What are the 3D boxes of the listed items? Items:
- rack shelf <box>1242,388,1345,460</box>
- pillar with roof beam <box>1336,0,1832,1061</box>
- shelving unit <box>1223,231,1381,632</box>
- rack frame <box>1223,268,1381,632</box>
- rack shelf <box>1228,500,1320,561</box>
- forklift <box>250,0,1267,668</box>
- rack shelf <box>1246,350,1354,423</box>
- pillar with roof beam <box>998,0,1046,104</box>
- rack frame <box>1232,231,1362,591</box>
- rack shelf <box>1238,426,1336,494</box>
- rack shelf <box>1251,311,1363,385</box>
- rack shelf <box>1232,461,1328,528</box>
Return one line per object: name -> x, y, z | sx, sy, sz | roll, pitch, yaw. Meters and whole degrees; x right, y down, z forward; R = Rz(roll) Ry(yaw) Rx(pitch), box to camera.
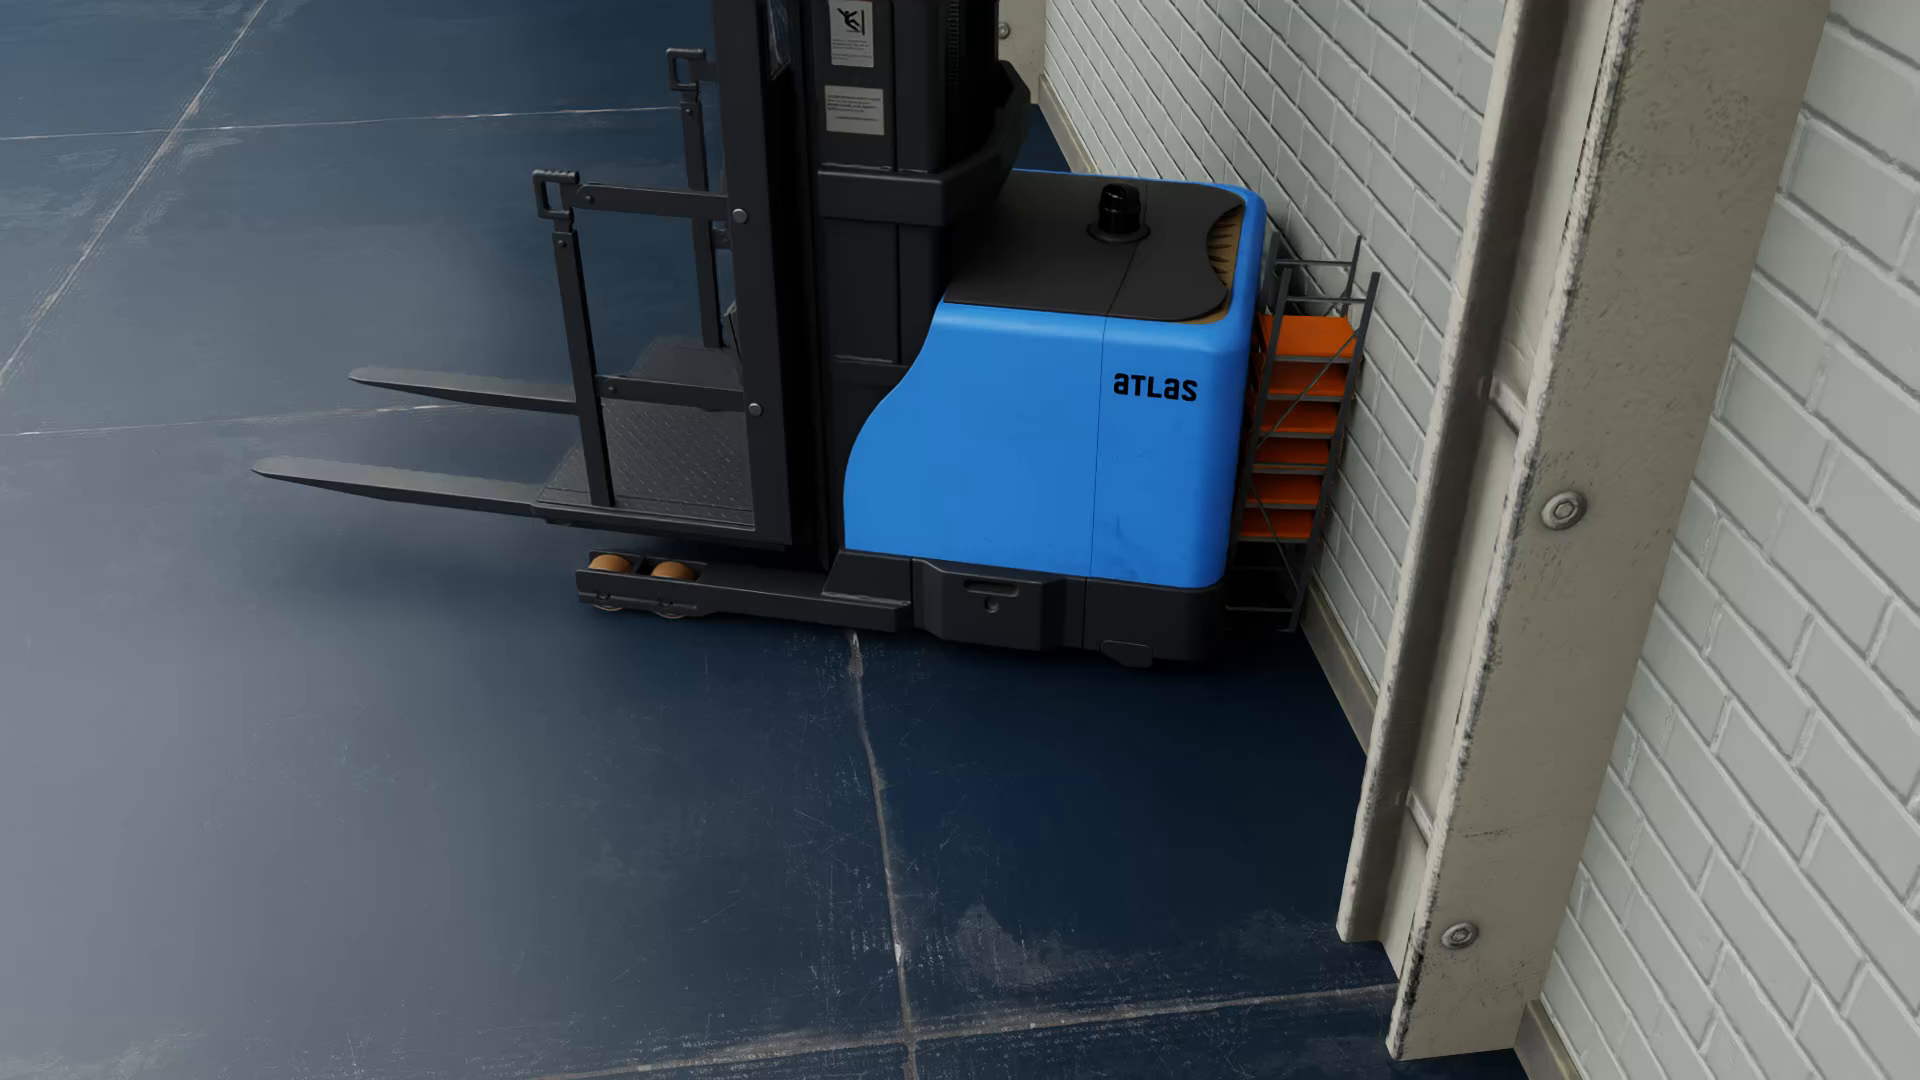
rack shelf -> 0.889, -0.316, 4.490 | 0.258, 0.103, 0.180 | 2, 39, -2
pillar with roof beam -> -3.202, -2.388, 0.763 | 9.100, 9.000, 0.400 | -4, 35, -6
shelving unit -> 0.885, -0.258, 4.538 | 0.258, 1.200, 0.189 | 2, 39, -2
rack frame -> 0.886, -0.199, 4.468 | 0.240, 1.200, 0.006 | 2, 39, -2
rack shelf -> 0.872, -0.038, 4.719 | 0.258, 0.103, 0.180 | 2, 39, -2
forklift -> -0.664, -1.262, 4.499 | 3.031, 2.935, 1.130 | 7, 35, 9
rack shelf -> 0.895, -0.408, 4.414 | 0.258, 0.103, 0.180 | 2, 39, -2
pillar with roof beam -> -4.009, -5.736, 5.677 | 9.100, 9.000, 0.400 | -4, 35, -6
rack frame -> 0.885, -0.316, 4.609 | 0.240, 1.200, 0.006 | 2, 39, -2
rack shelf -> 0.883, -0.223, 4.567 | 0.258, 0.103, 0.180 | 2, 39, -2
rack shelf -> 0.901, -0.501, 4.338 | 0.258, 0.103, 0.180 | 2, 39, -2
rack shelf -> 0.878, -0.131, 4.643 | 0.258, 0.103, 0.180 | 2, 39, -2
